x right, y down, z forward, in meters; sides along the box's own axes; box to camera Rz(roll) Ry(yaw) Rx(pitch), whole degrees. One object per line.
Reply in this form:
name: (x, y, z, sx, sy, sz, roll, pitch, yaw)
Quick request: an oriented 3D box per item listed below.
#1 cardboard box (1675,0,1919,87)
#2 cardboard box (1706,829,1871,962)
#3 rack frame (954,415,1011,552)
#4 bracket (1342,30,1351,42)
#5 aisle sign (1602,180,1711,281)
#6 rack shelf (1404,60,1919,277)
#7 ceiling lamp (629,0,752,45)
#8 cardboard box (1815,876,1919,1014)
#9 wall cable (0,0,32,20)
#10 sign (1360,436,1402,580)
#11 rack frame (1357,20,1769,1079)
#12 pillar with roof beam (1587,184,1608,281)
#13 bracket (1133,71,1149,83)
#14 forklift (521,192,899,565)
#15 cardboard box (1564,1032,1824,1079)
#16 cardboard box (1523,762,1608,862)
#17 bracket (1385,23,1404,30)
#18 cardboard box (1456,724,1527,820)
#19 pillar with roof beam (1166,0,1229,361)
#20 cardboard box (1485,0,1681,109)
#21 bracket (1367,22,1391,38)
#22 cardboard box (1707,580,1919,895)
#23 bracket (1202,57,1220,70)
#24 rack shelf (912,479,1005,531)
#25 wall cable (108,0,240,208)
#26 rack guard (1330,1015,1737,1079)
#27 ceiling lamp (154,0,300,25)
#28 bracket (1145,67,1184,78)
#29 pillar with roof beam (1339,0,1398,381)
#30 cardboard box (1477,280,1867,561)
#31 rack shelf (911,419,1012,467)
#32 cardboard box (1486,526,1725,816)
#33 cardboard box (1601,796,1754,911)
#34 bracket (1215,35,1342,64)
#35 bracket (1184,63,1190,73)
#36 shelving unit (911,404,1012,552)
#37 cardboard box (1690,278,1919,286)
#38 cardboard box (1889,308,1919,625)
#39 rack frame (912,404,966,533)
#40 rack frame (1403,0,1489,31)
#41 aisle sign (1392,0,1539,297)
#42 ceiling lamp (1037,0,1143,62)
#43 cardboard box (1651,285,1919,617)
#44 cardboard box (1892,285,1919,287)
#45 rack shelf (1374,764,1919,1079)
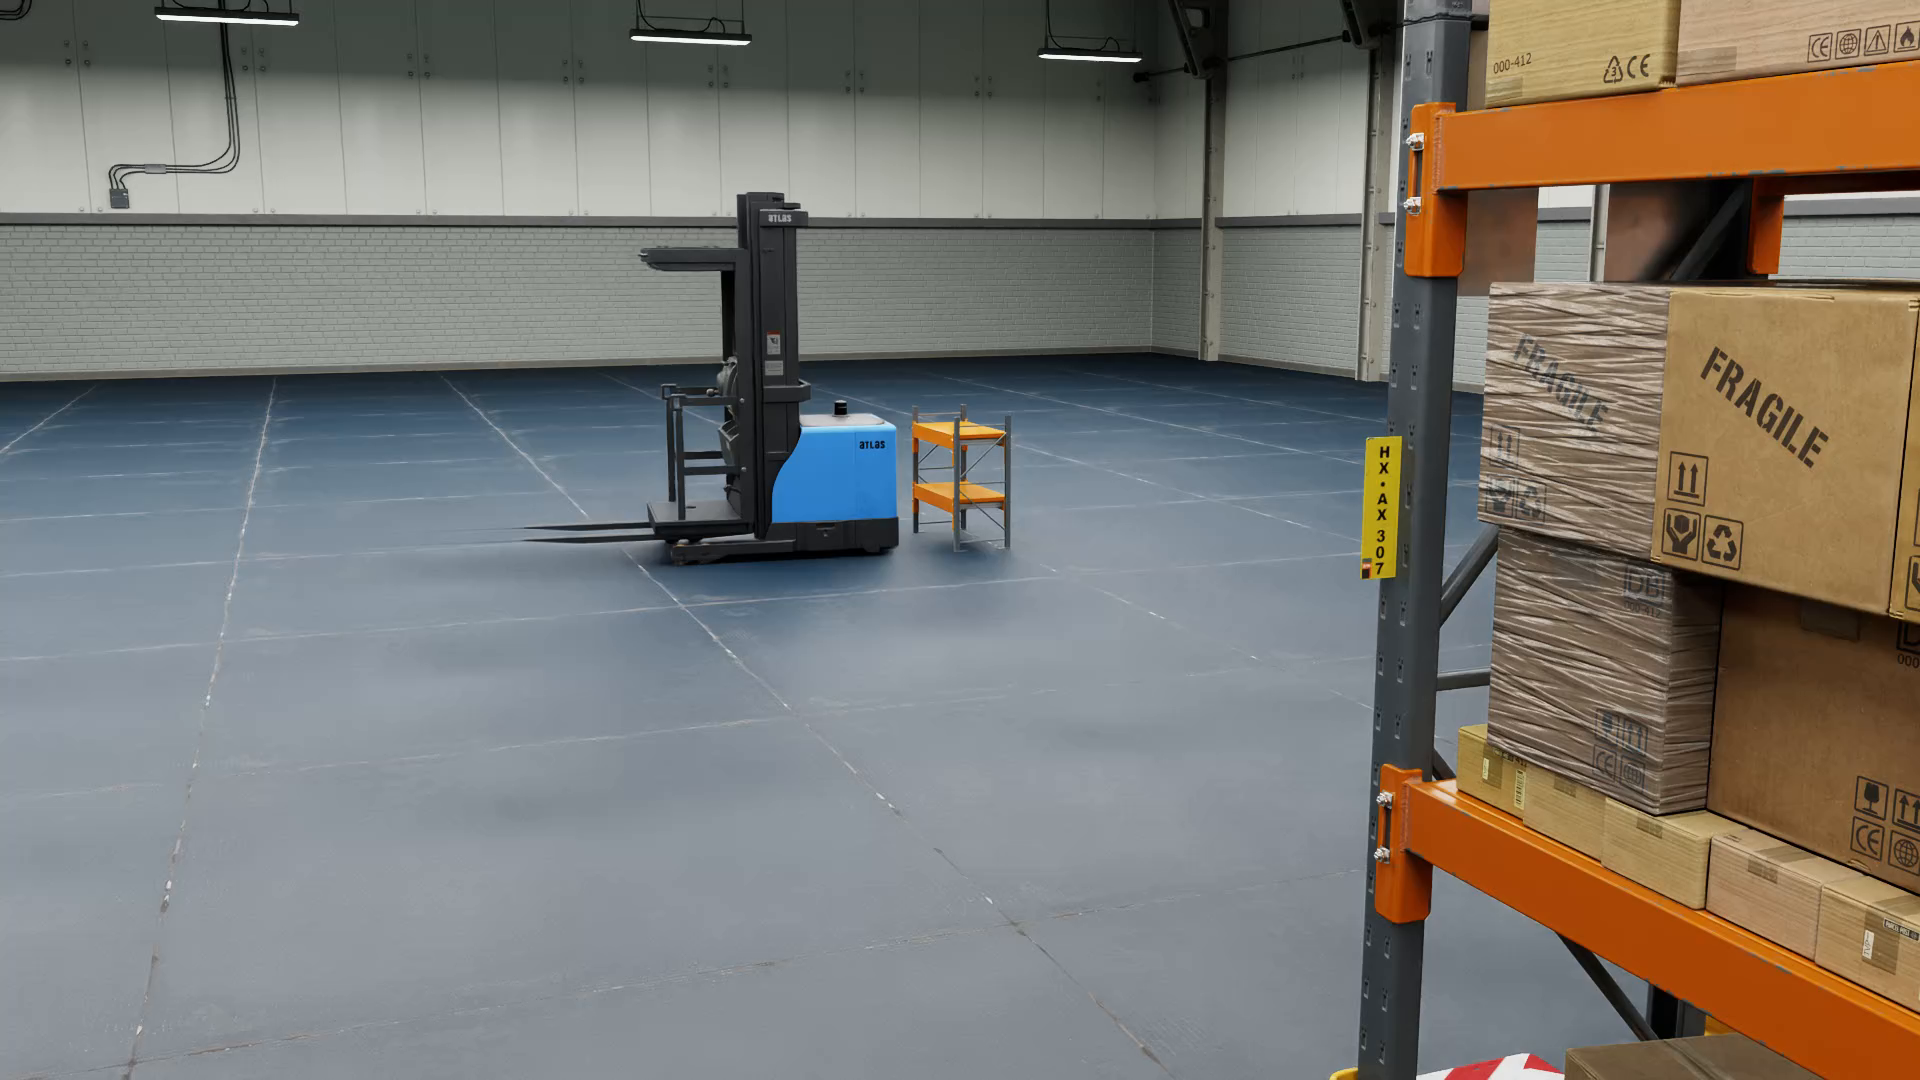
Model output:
cardboard box: (1.595, -0.905, 2.807, 0.500, 0.250, 0.500, -4, 11, -22)
cardboard box: (1.609, 0.628, 3.044, 0.380, 0.149, 0.250, -4, 11, -21)
rack frame: (0.187, -0.470, 13.849, 0.500, 1.125, 0.032, -4, 11, -21)
bracket: (7.200, -9.253, 30.466, 0.235, 0.232, 0.430, -4, 11, -21)
aisle sign: (1.726, -0.990, 3.998, 0.394, 0.787, 0.004, -4, 11, -21)
rack shelf: (2.194, -0.477, 2.027, 1.077, 0.370, 4.000, -4, 11, -21)
ceiling lamp: (-4.557, -9.878, 27.588, 2.000, 3.185, 0.800, -4, 11, -21)
cardboard box: (1.693, 0.669, 2.812, 0.380, 0.149, 0.250, -4, 11, -21)
wall cable: (-18.281, -10.546, 29.471, 3.097, 2.526, 0.112, -4, 11, -21)
sign: (0.963, -0.073, 3.792, 0.100, 0.325, 0.005, -4, 11, -21)
rack frame: (1.469, 0.319, 4.062, 1.000, 3.000, 0.127, -4, 11, -21)
pillar with roof beam: (5.844, -6.183, 23.486, 9.100, 9.000, 0.548, -4, 11, -21)
bracket: (4.167, -10.619, 38.147, 0.235, 0.232, 0.430, -4, 11, -21)
forklift: (-2.082, -1.345, 13.612, 3.031, 2.935, 1.130, -3, 10, -14)
cardboard box: (1.680, 1.446, 3.665, 0.500, 0.500, 0.500, -2, 10, -10)
cardboard box: (1.423, 0.546, 3.501, 0.380, 0.149, 0.250, -4, 11, -21)
bracket: (8.435, -8.697, 27.341, 0.076, 0.066, 4.783, -4, 11, -21)
cardboard box: (1.350, 0.504, 3.737, 0.380, 0.149, 0.250, -4, 11, -21)
pillar with roof beam: (1.495, -8.142, 34.497, 9.100, 9.000, 0.548, -4, 11, -21)
cardboard box: (1.403, -0.989, 3.278, 0.500, 0.250, 0.500, -4, 11, -19)
bracket: (7.501, -9.118, 29.705, 0.235, 0.232, 0.430, -4, 11, -21)
cardboard box: (1.936, 0.289, 3.097, 0.875, 0.500, 0.500, -4, 11, -21)
bracket: (5.327, -10.097, 35.211, 0.235, 0.232, 0.430, -4, 11, -21)
rack shelf: (0.002, -0.312, 14.358, 0.538, 0.278, 1.000, -4, 11, -21)
wall cable: (-14.833, -9.255, 31.045, 2.305, 6.003, 0.169, -4, 11, -21)
rack guard: (1.496, 1.562, 4.211, 1.175, 0.500, 0.348, -4, 11, -21)
ceiling lamp: (-11.137, -9.430, 25.069, 2.000, 3.185, 0.800, -4, 11, -21)
bracket: (4.381, -10.523, 37.605, 0.076, 0.066, 3.189, -4, 11, -21)
pillar with roof beam: (3.669, -7.163, 28.992, 9.100, 9.000, 0.548, -4, 11, -21)
cardboard box: (1.414, -0.262, 3.338, 0.500, 0.500, 0.500, -4, 11, -21)
rack shelf: (0.002, -0.841, 14.264, 0.538, 0.278, 1.000, -4, 11, -21)
cardboard box: (1.643, 0.215, 3.513, 0.875, 0.500, 0.500, -4, 11, -21)
cardboard box: (1.499, 0.588, 3.266, 0.380, 0.149, 0.250, -4, 11, -21)
bracket: (6.261, -9.676, 32.846, 0.076, 0.066, 4.783, -4, 11, -21)
bracket: (5.026, -10.233, 35.972, 0.235, 0.232, 0.430, -4, 11, -21)
shelving unit: (0.002, -0.553, 14.315, 0.538, 1.125, 1.048, -4, 11, -21)
cardboard box: (1.898, -0.295, 3.523, 0.500, 0.500, 0.500, -4, 11, -21)
cardboard box: (1.771, -0.098, 2.418, 0.500, 0.500, 0.500, -4, 11, -21)
rack frame: (-0.182, -0.636, 14.782, 0.500, 1.125, 0.032, -4, 11, -21)
rack frame: (1.469, -2.635, 3.536, 1.000, 3.000, 0.127, -4, 11, -21)
aisle sign: (1.167, -0.952, 3.784, 0.394, 0.787, 0.004, -4, 11, -21)
ceiling lamp: (2.284, -10.343, 30.206, 2.000, 3.185, 0.800, -4, 11, -21)
cardboard box: (1.589, -0.180, 2.876, 0.500, 0.500, 0.500, -4, 11, -21)
cardboard box: (2.085, -0.214, 3.066, 0.500, 0.500, 0.500, -4, 11, -21)
rack shelf: (2.194, 1.000, 2.290, 1.077, 0.370, 4.000, -4, 11, -21)
